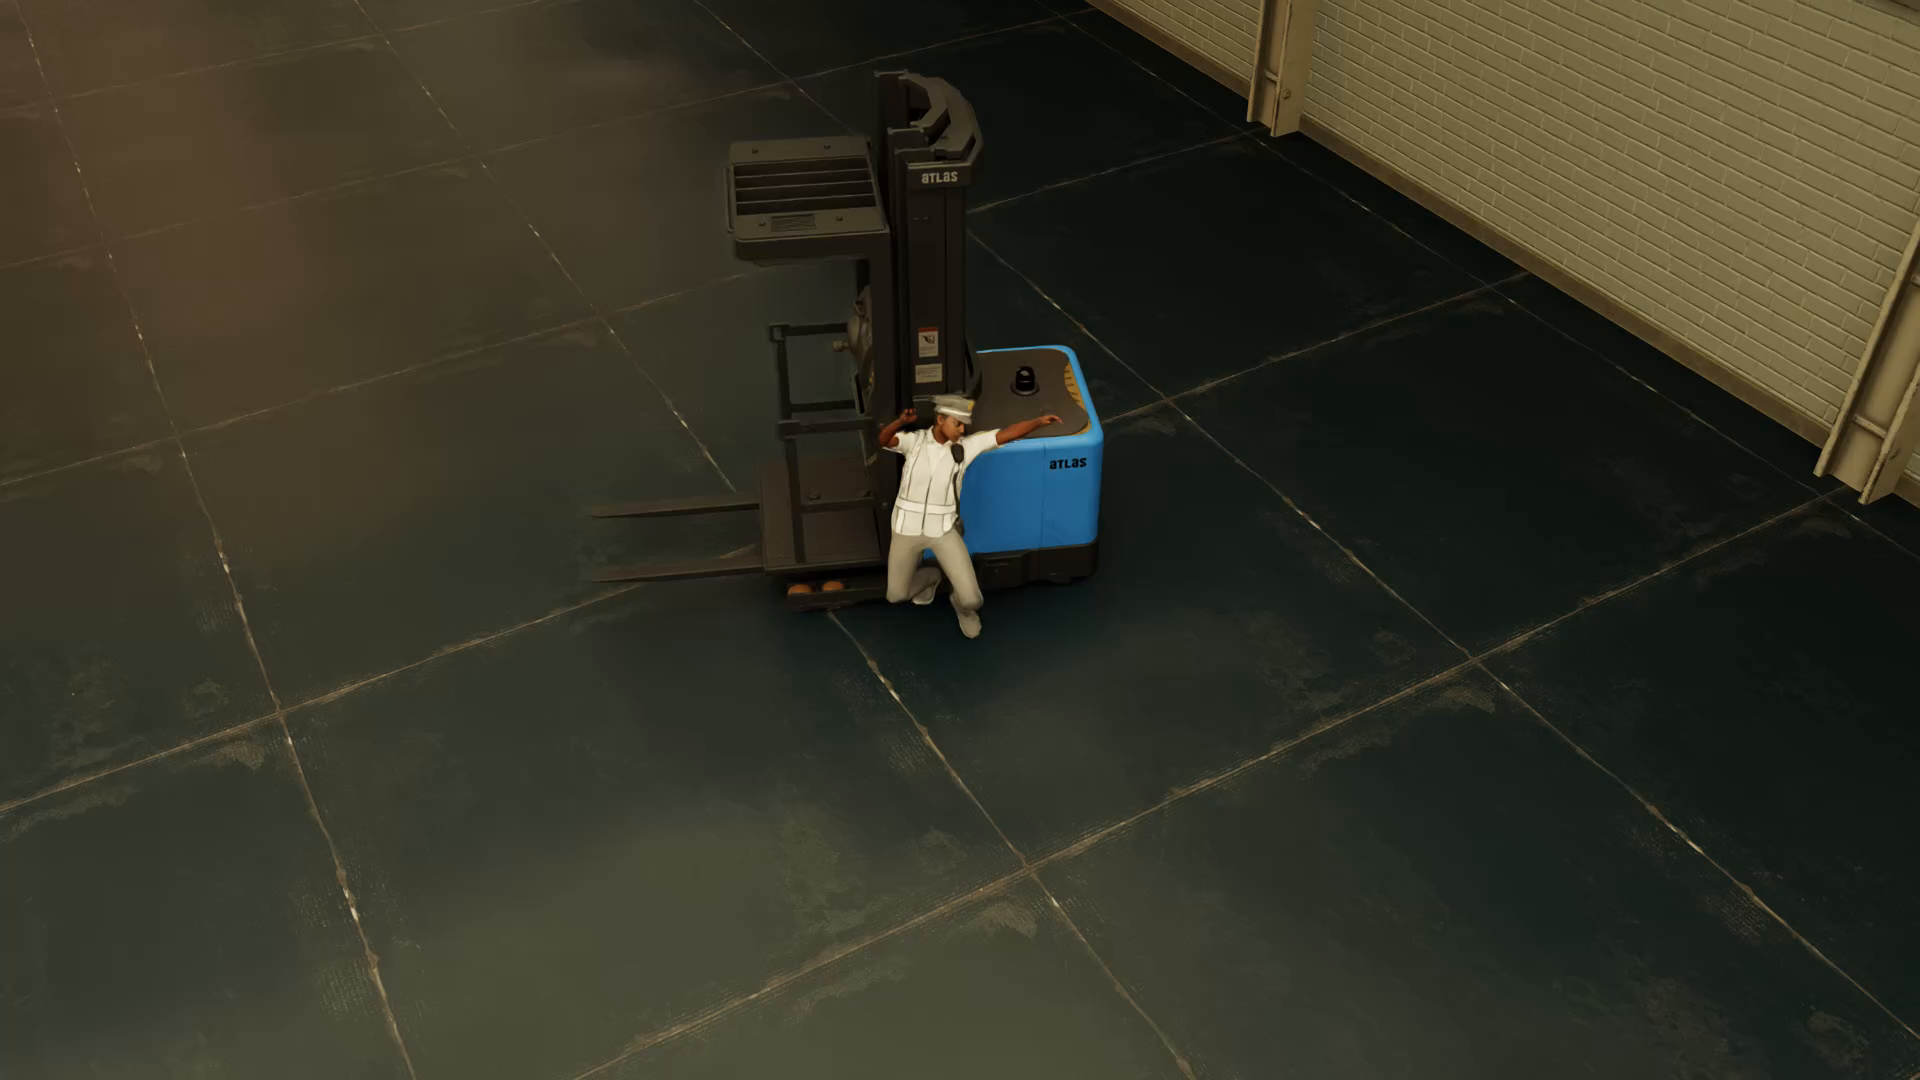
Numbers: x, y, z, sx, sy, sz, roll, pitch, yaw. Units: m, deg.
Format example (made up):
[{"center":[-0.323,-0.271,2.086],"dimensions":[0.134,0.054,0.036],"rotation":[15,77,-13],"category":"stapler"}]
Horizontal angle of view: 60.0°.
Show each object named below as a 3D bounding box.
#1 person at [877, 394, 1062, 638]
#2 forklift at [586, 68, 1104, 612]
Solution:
[{"center":[0.045,-0.145,9.167],"dimensions":[0.977,1.592,0.820],"rotation":[5,40,7],"category":"person"},{"center":[-0.728,-1.064,9.319],"dimensions":[3.031,2.935,1.130],"rotation":[-5,40,-6],"category":"forklift"}]
